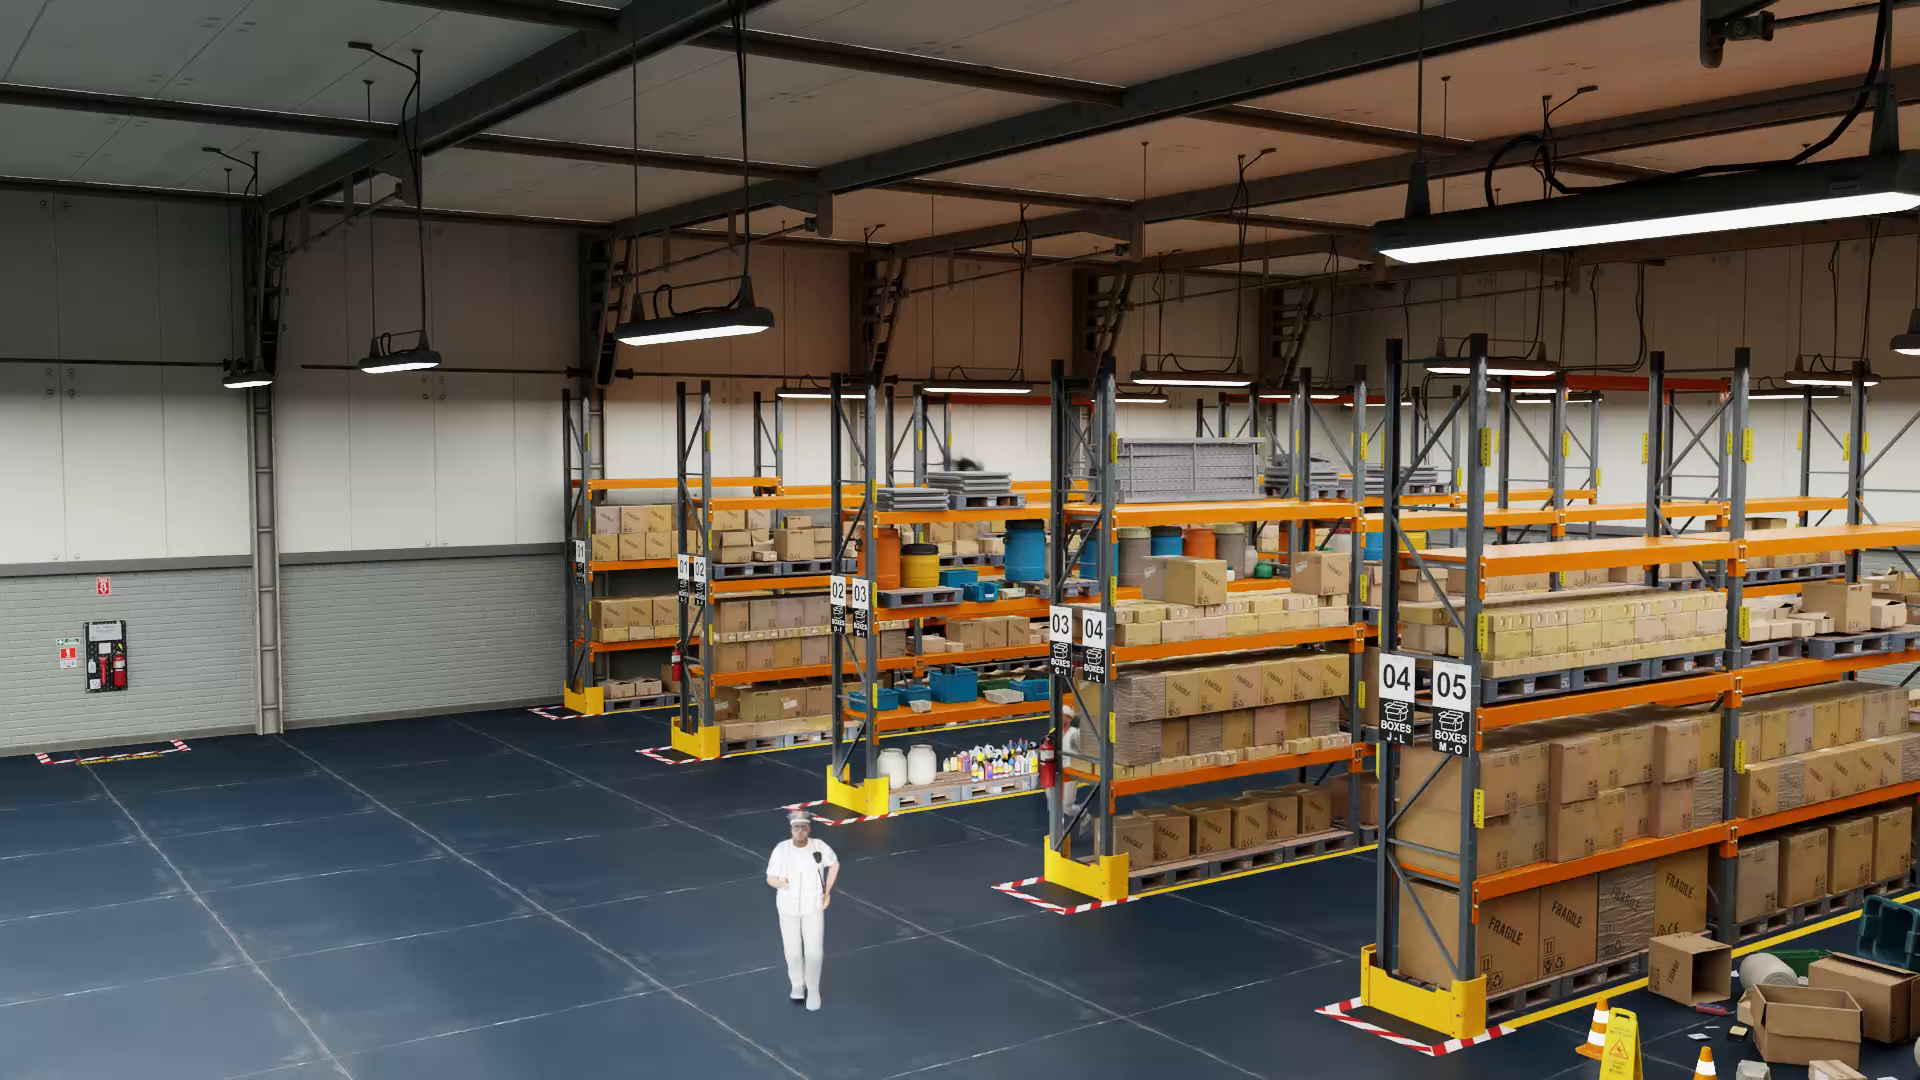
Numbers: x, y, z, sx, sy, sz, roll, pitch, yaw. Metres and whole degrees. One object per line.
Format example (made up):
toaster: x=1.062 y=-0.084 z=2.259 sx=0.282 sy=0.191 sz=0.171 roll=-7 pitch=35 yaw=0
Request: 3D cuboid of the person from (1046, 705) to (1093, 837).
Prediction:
person: x=1.333 y=2.943 z=20.874 sx=0.667 sy=1.766 sz=0.741 roll=4 pitch=5 yaw=44

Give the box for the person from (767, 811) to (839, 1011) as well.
person: x=-1.418 y=3.337 z=14.924 sx=0.642 sy=1.816 sz=0.689 roll=0 pitch=4 yaw=-1
